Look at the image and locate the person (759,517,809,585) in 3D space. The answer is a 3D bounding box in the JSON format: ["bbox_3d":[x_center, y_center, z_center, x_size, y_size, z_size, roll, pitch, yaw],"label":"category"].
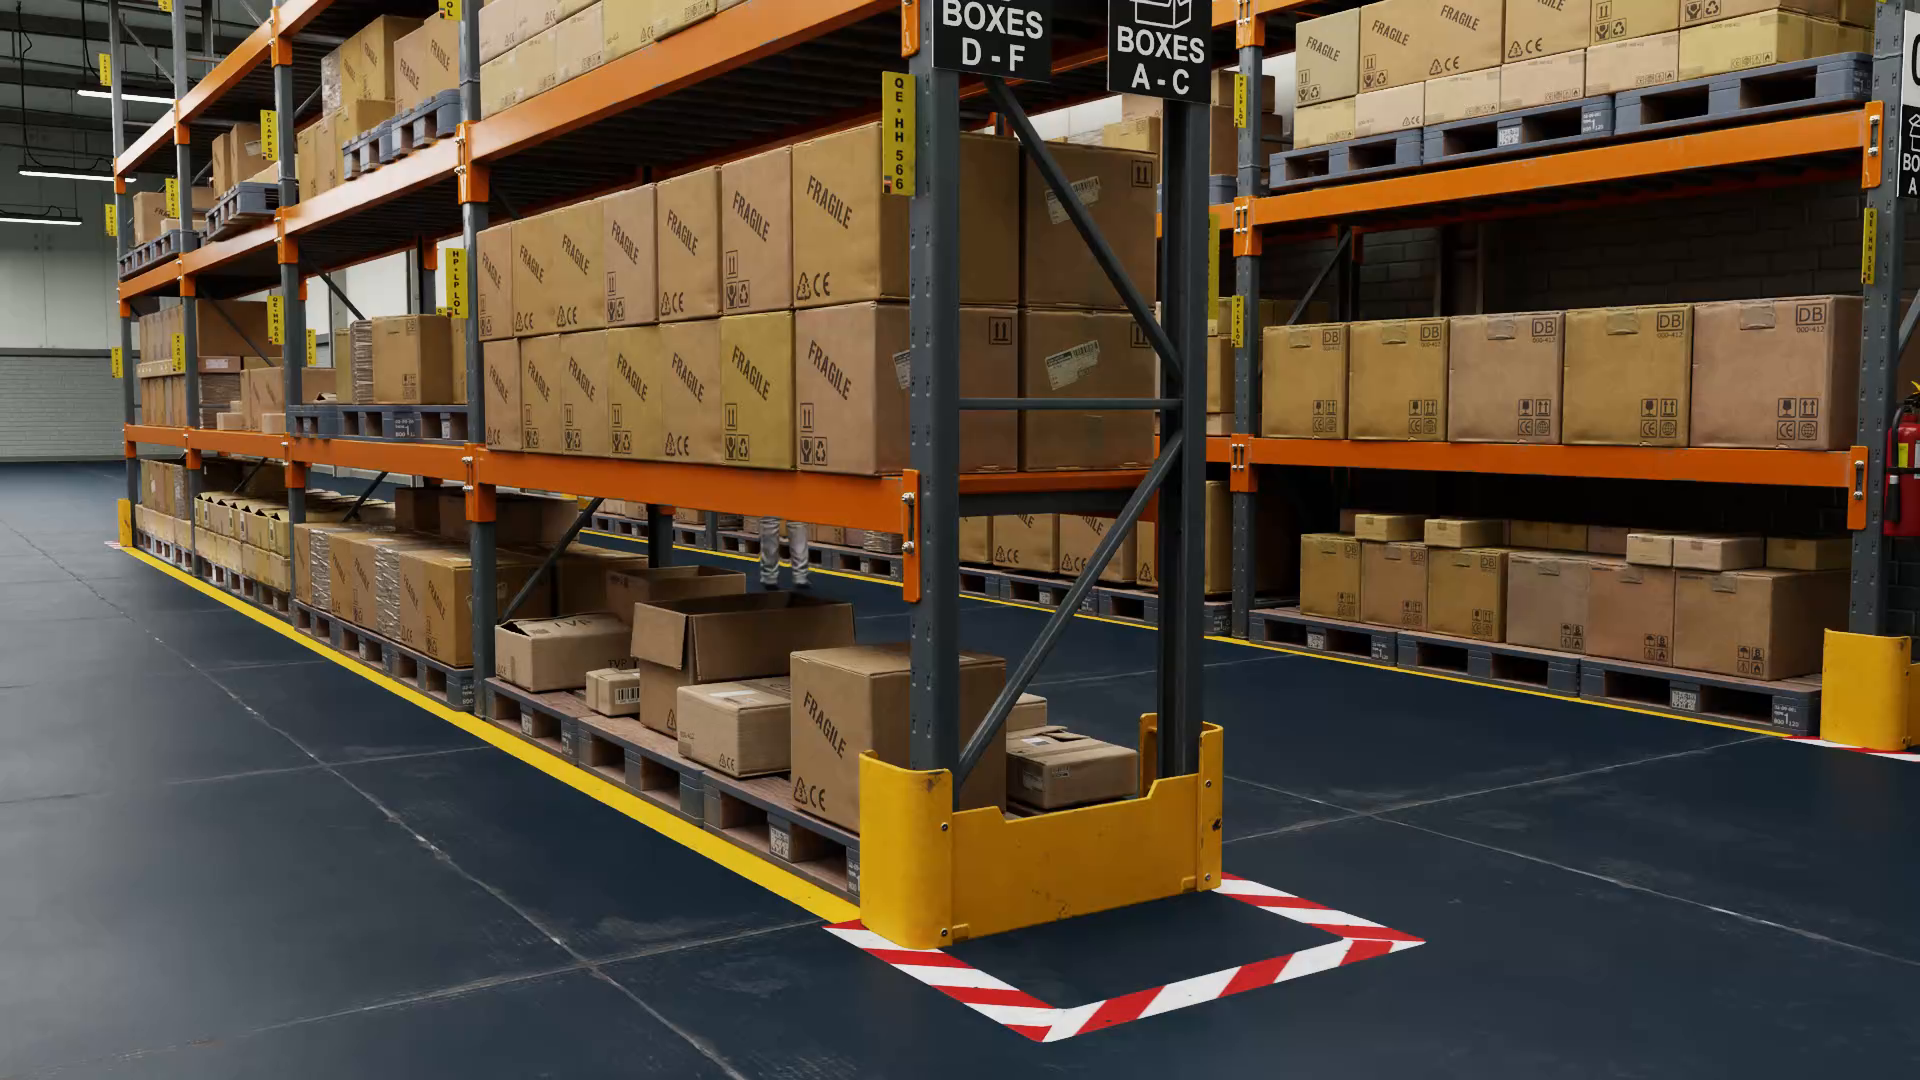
[{"bbox_3d":[-1.490,-0.525,13.798,0.571,1.792,0.429,-1,5,-15],"label":"person"}]
